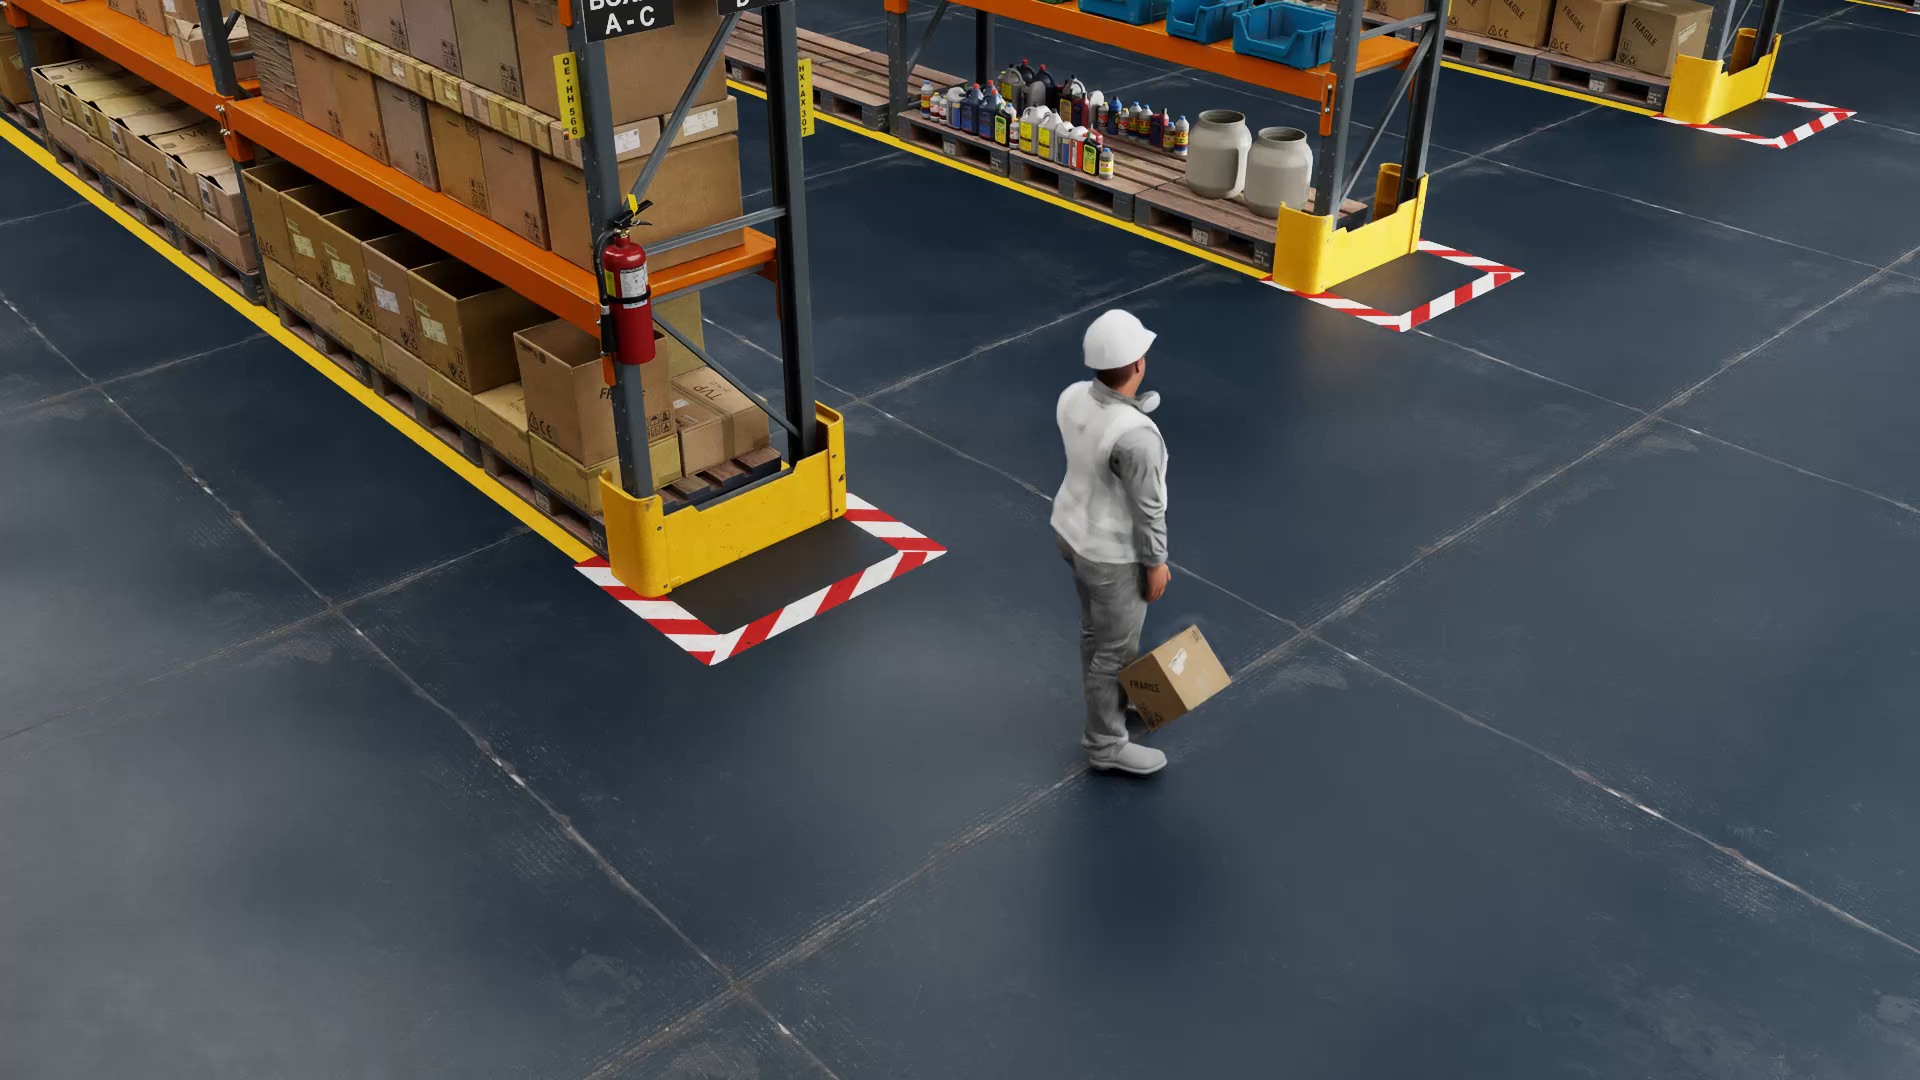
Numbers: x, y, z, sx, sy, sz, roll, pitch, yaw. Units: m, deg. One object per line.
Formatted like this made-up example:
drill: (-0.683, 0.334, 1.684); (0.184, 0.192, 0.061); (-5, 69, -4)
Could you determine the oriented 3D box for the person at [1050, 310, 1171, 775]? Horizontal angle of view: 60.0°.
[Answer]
person: (0.619, -0.002, 6.068); (0.504, 1.779, 0.571); (-14, 34, -21)
